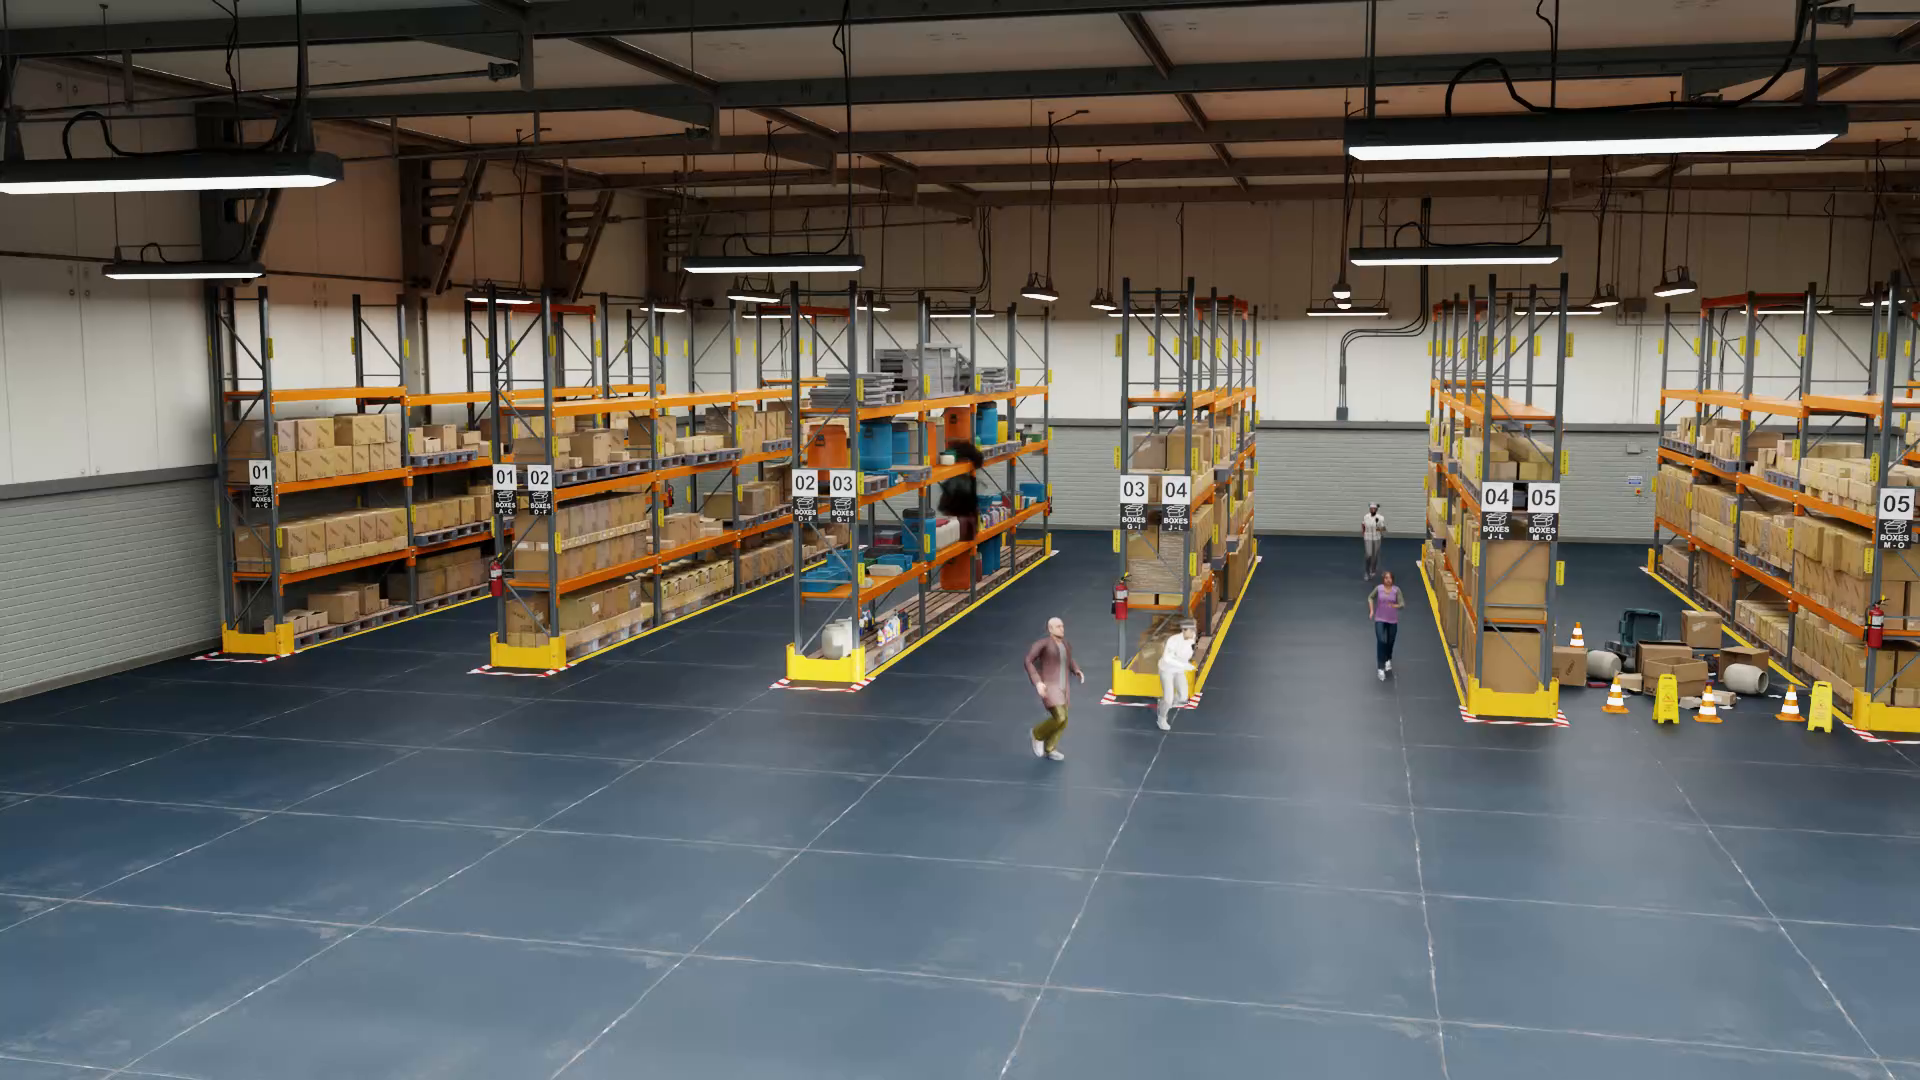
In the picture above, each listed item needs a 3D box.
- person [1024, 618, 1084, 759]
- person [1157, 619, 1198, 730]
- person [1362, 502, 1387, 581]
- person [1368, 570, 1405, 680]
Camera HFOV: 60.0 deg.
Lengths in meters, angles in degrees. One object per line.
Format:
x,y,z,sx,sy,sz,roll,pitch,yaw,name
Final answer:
1.177,1.813,20.292,0.629,1.746,0.723,6,9,43,person
2.892,1.763,21.840,0.635,1.523,0.762,-5,8,-35,person
8.979,0.039,36.104,0.546,1.751,0.725,2,7,16,person
6.528,1.274,25.474,0.518,1.631,0.783,1,7,8,person
